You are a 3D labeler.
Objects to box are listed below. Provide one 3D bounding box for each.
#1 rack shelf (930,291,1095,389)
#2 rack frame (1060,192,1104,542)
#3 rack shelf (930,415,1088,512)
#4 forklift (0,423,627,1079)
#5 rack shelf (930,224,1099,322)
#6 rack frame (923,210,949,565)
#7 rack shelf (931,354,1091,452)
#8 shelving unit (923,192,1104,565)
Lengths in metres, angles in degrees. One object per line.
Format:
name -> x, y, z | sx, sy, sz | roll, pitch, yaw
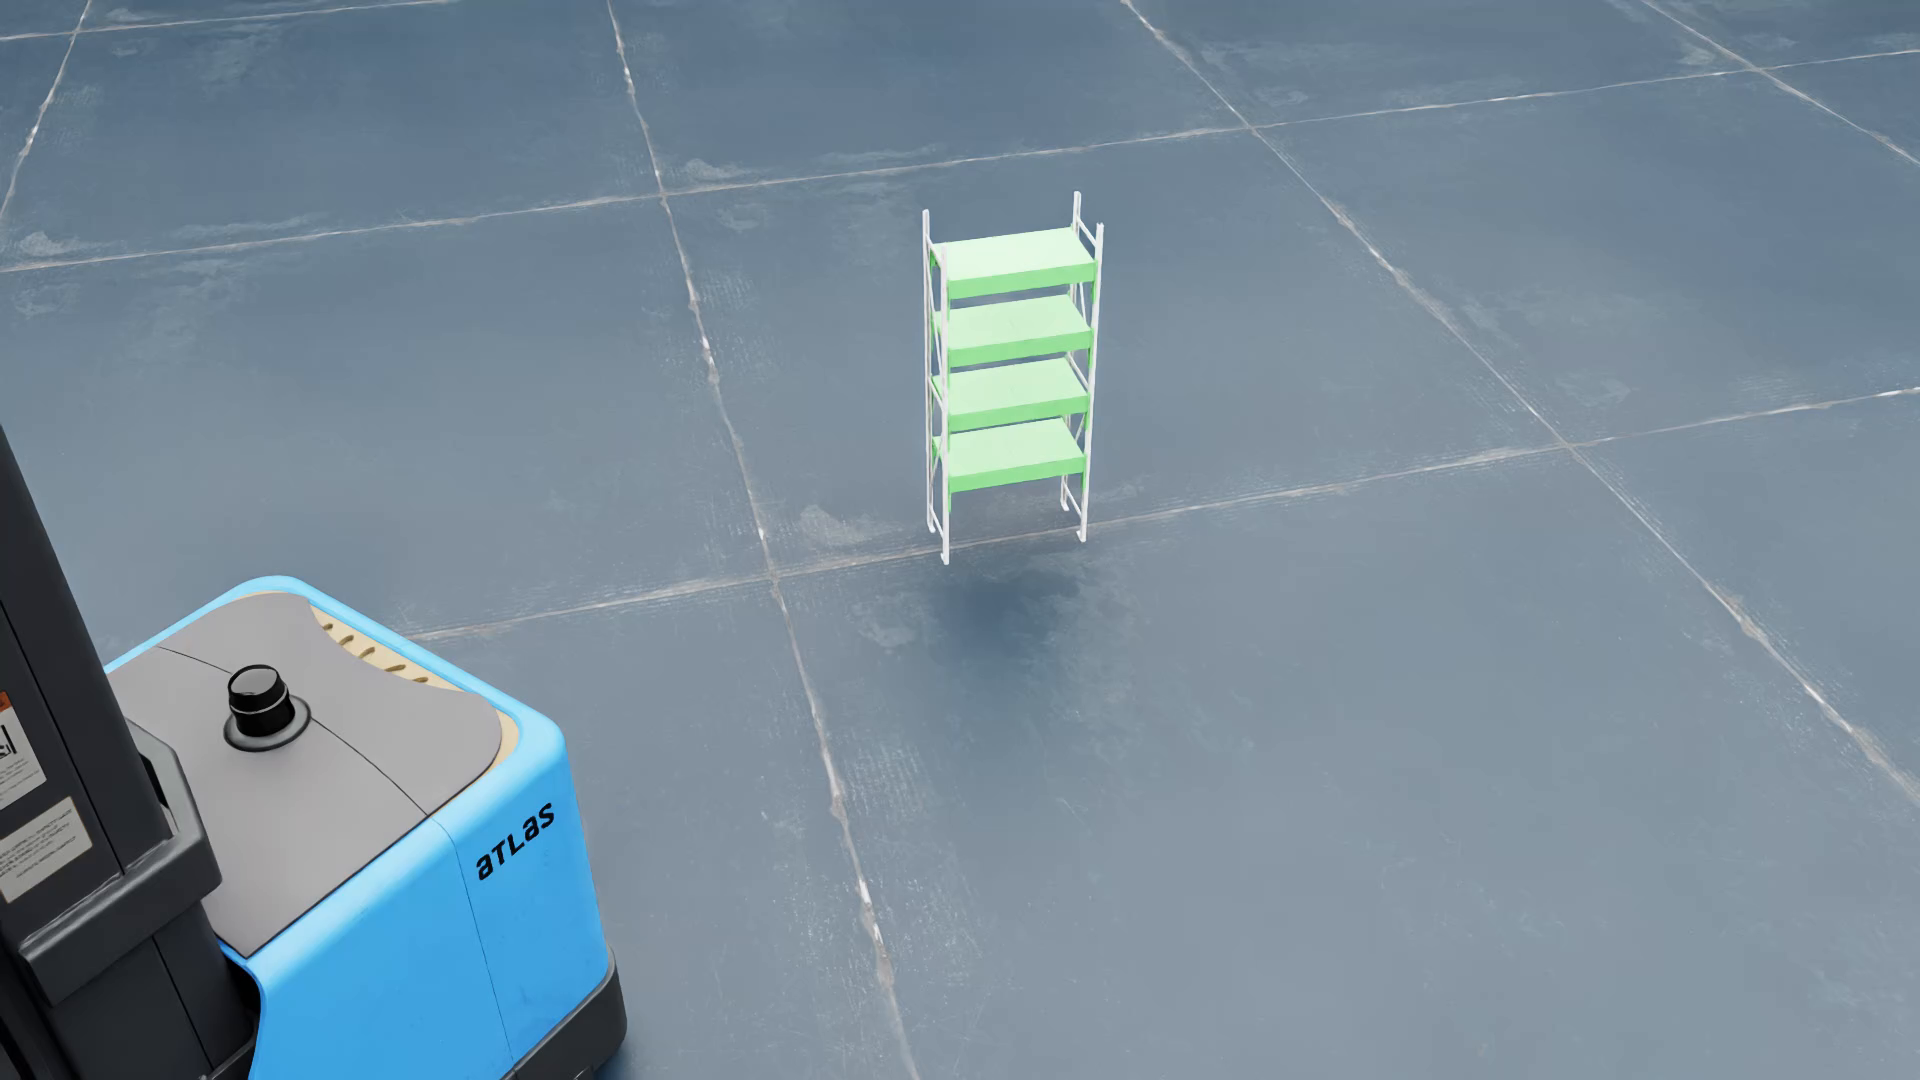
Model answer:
rack shelf -> 0.160, -0.643, 5.313 | 0.480, 0.148, 0.258 | -9, 38, -12
rack frame -> 0.395, -0.541, 5.470 | 0.015, 1.200, 0.240 | -9, 38, -12
rack shelf -> 0.160, -0.261, 5.604 | 0.480, 0.148, 0.258 | -9, 38, -12
forklift -> -2.065, 0.650, 2.488 | 1.130, 2.935, 3.031 | 23, 43, 27
rack shelf -> 0.160, -0.833, 5.167 | 0.480, 0.148, 0.258 | -9, 38, -12
rack frame -> -0.076, -0.464, 5.369 | 0.015, 1.200, 0.240 | -9, 38, -12
rack shelf -> 0.160, -0.452, 5.459 | 0.480, 0.148, 0.258 | -9, 38, -12
shelving unit -> 0.160, -0.503, 5.420 | 0.503, 1.200, 0.258 | -9, 38, -12
